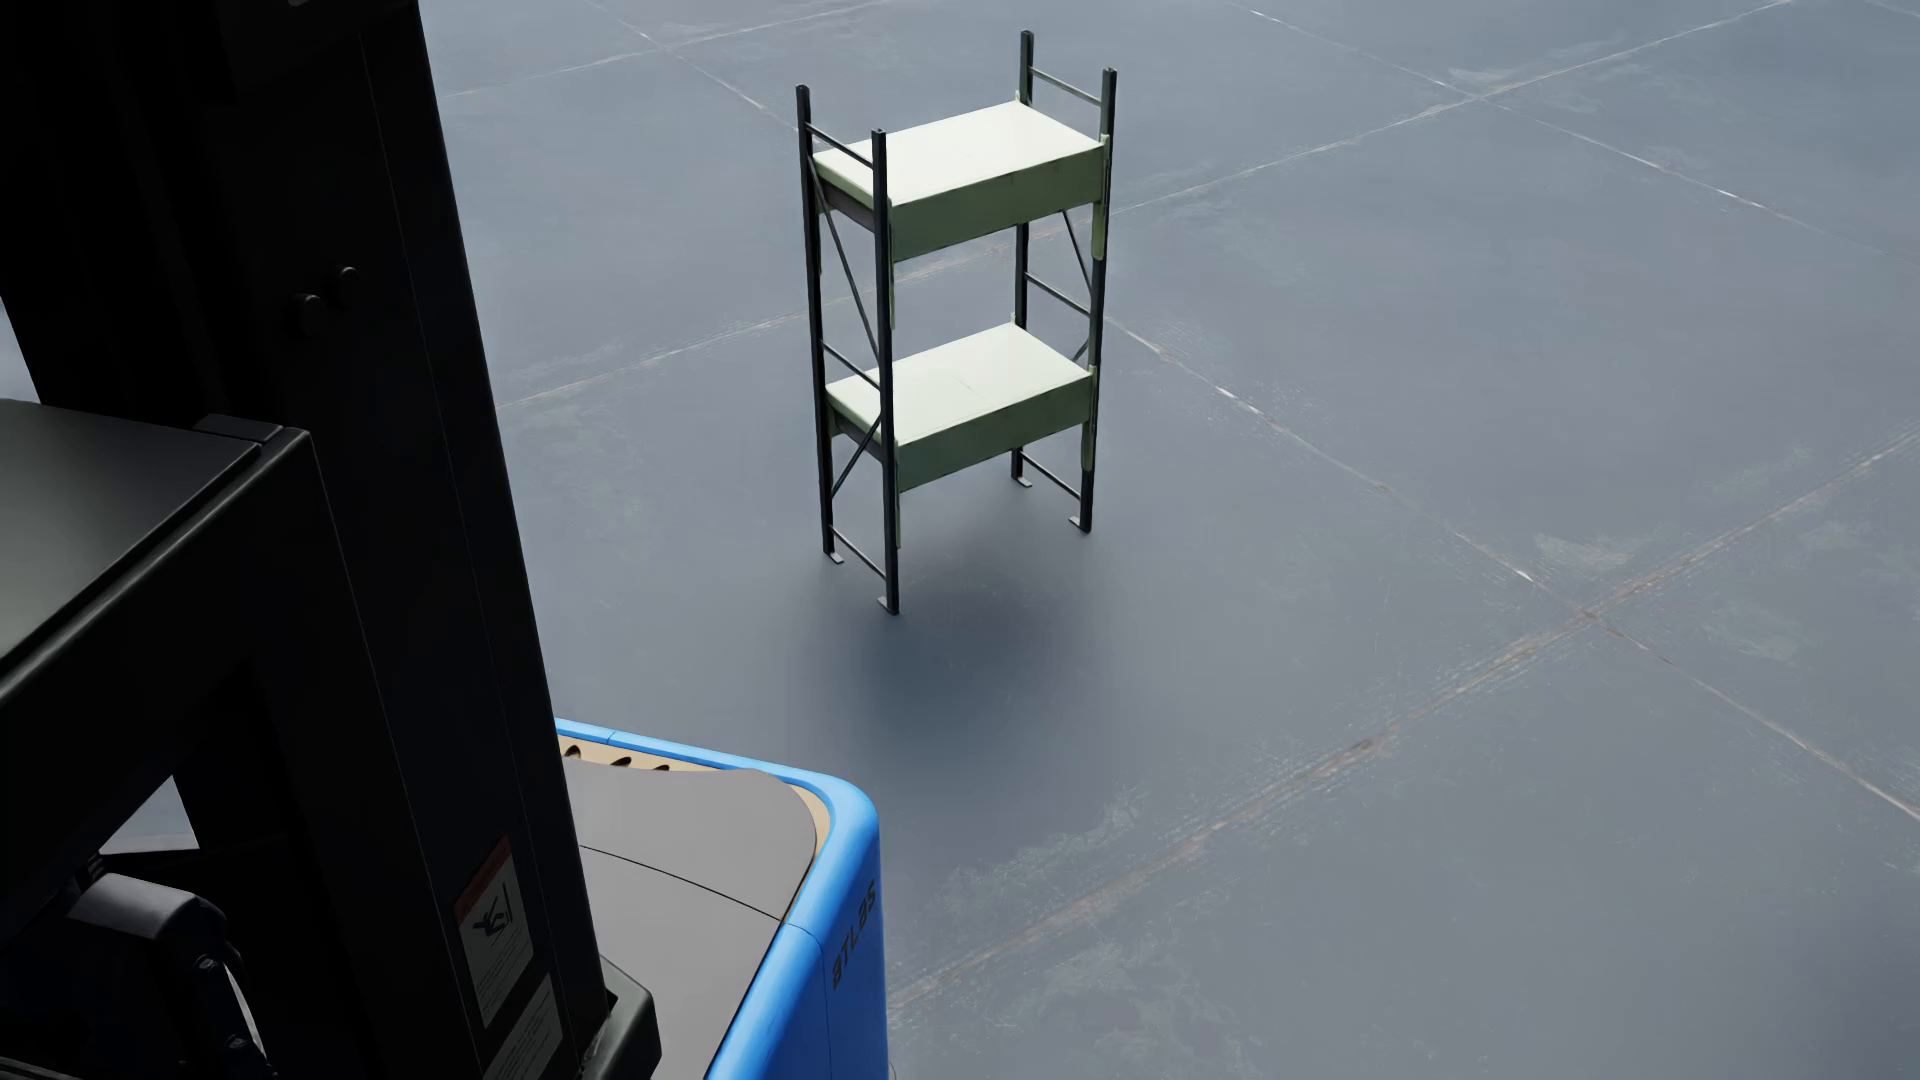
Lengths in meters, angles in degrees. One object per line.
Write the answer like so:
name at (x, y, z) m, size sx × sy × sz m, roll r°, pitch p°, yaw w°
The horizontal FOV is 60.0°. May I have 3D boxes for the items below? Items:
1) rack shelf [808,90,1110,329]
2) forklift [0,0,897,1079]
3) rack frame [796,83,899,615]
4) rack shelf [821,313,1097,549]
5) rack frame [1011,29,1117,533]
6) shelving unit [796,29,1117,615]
rack shelf at (-0.005, -0.923, 4.581) m, size 0.720 × 0.370 × 0.431 m, roll -22°, pitch 41°, yaw -28°
forklift at (-1.030, 0.843, 1.568) m, size 1.130 × 2.935 × 3.031 m, roll 10°, pitch 37°, yaw 13°
rack frame at (-0.305, -0.484, 4.638) m, size 0.023 × 1.500 × 0.400 m, roll -22°, pitch 41°, yaw -28°
rack shelf at (-0.005, -0.342, 4.999) m, size 0.720 × 0.370 × 0.431 m, roll -22°, pitch 41°, yaw -28°
rack frame at (0.294, -0.730, 4.980) m, size 0.023 × 1.500 × 0.400 m, roll -22°, pitch 41°, yaw -28°
shelving unit at (-0.005, -0.607, 4.809) m, size 0.755 × 1.500 × 0.431 m, roll -22°, pitch 41°, yaw -28°
